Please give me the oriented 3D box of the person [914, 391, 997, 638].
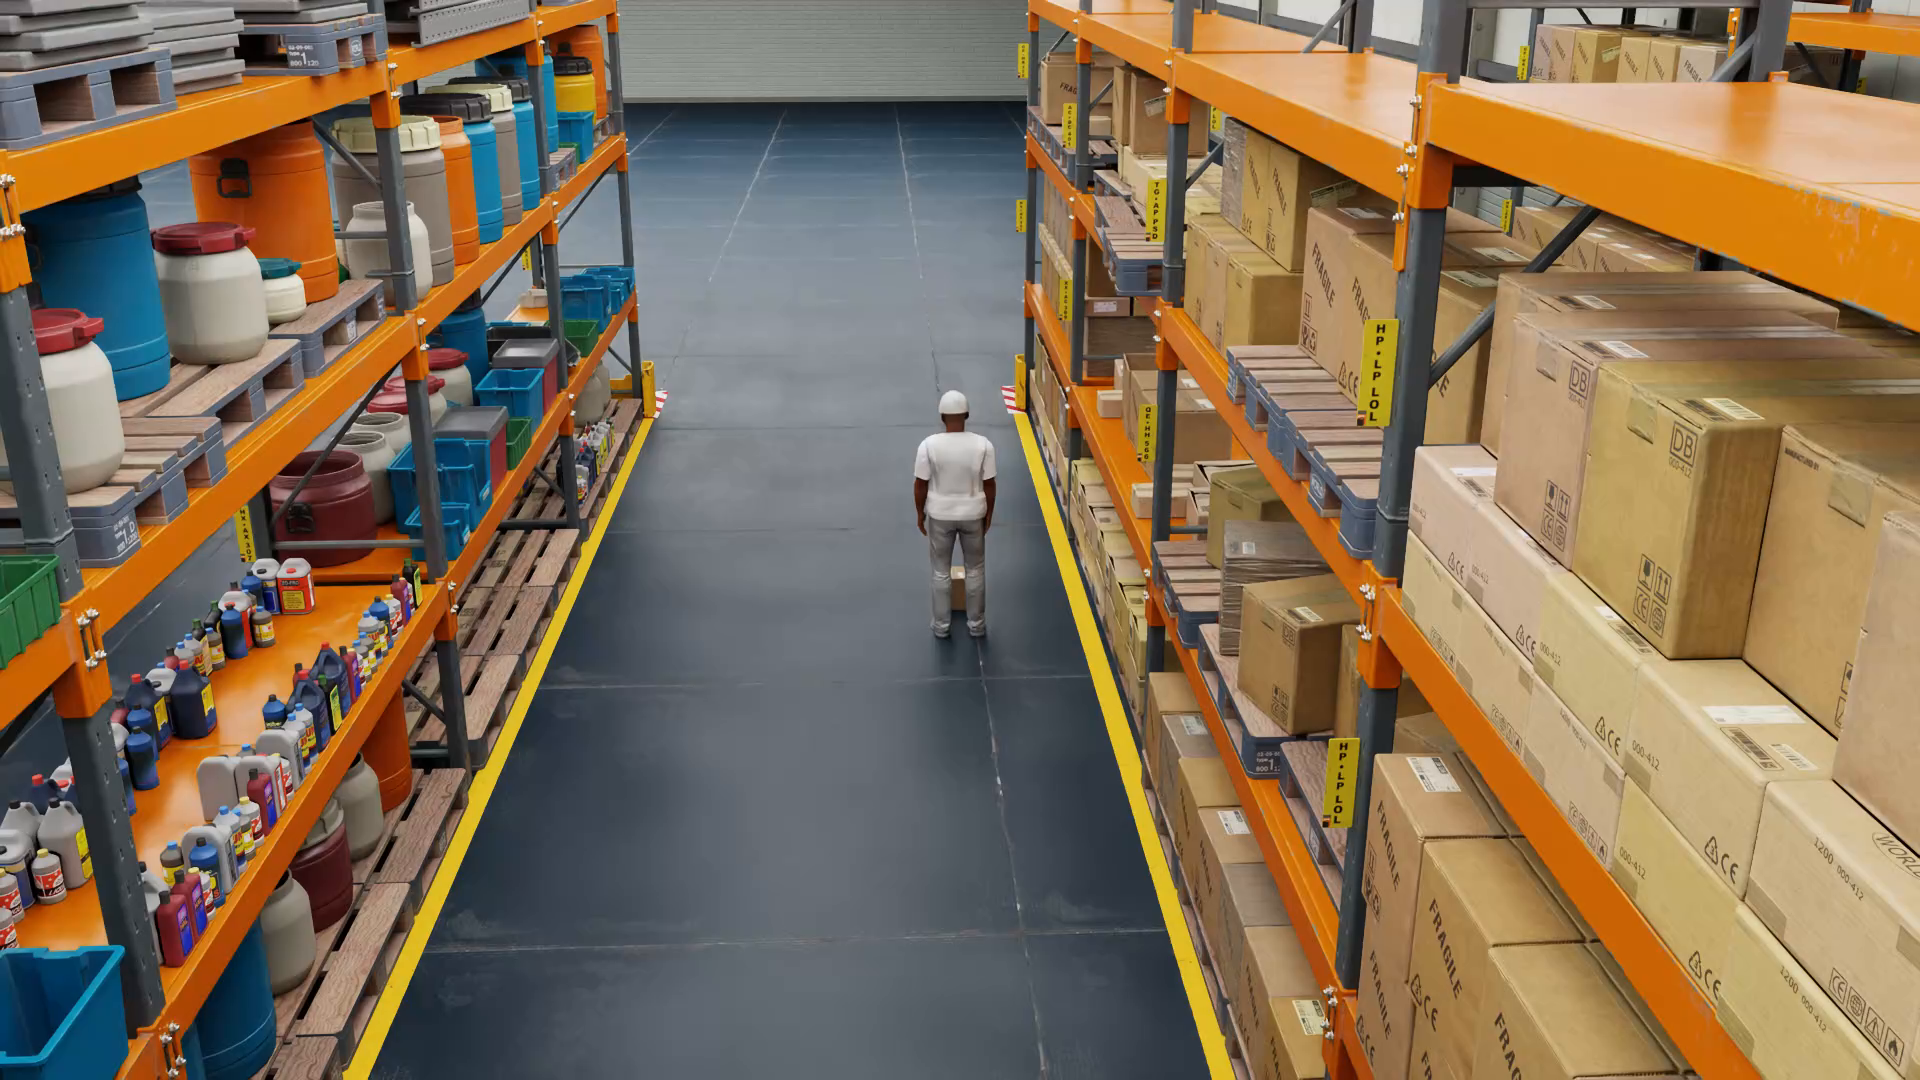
[{"bbox_3d":[-0.035,-0.179,11.529,0.566,1.763,0.364,-1,20,-2],"label":"person"}]
